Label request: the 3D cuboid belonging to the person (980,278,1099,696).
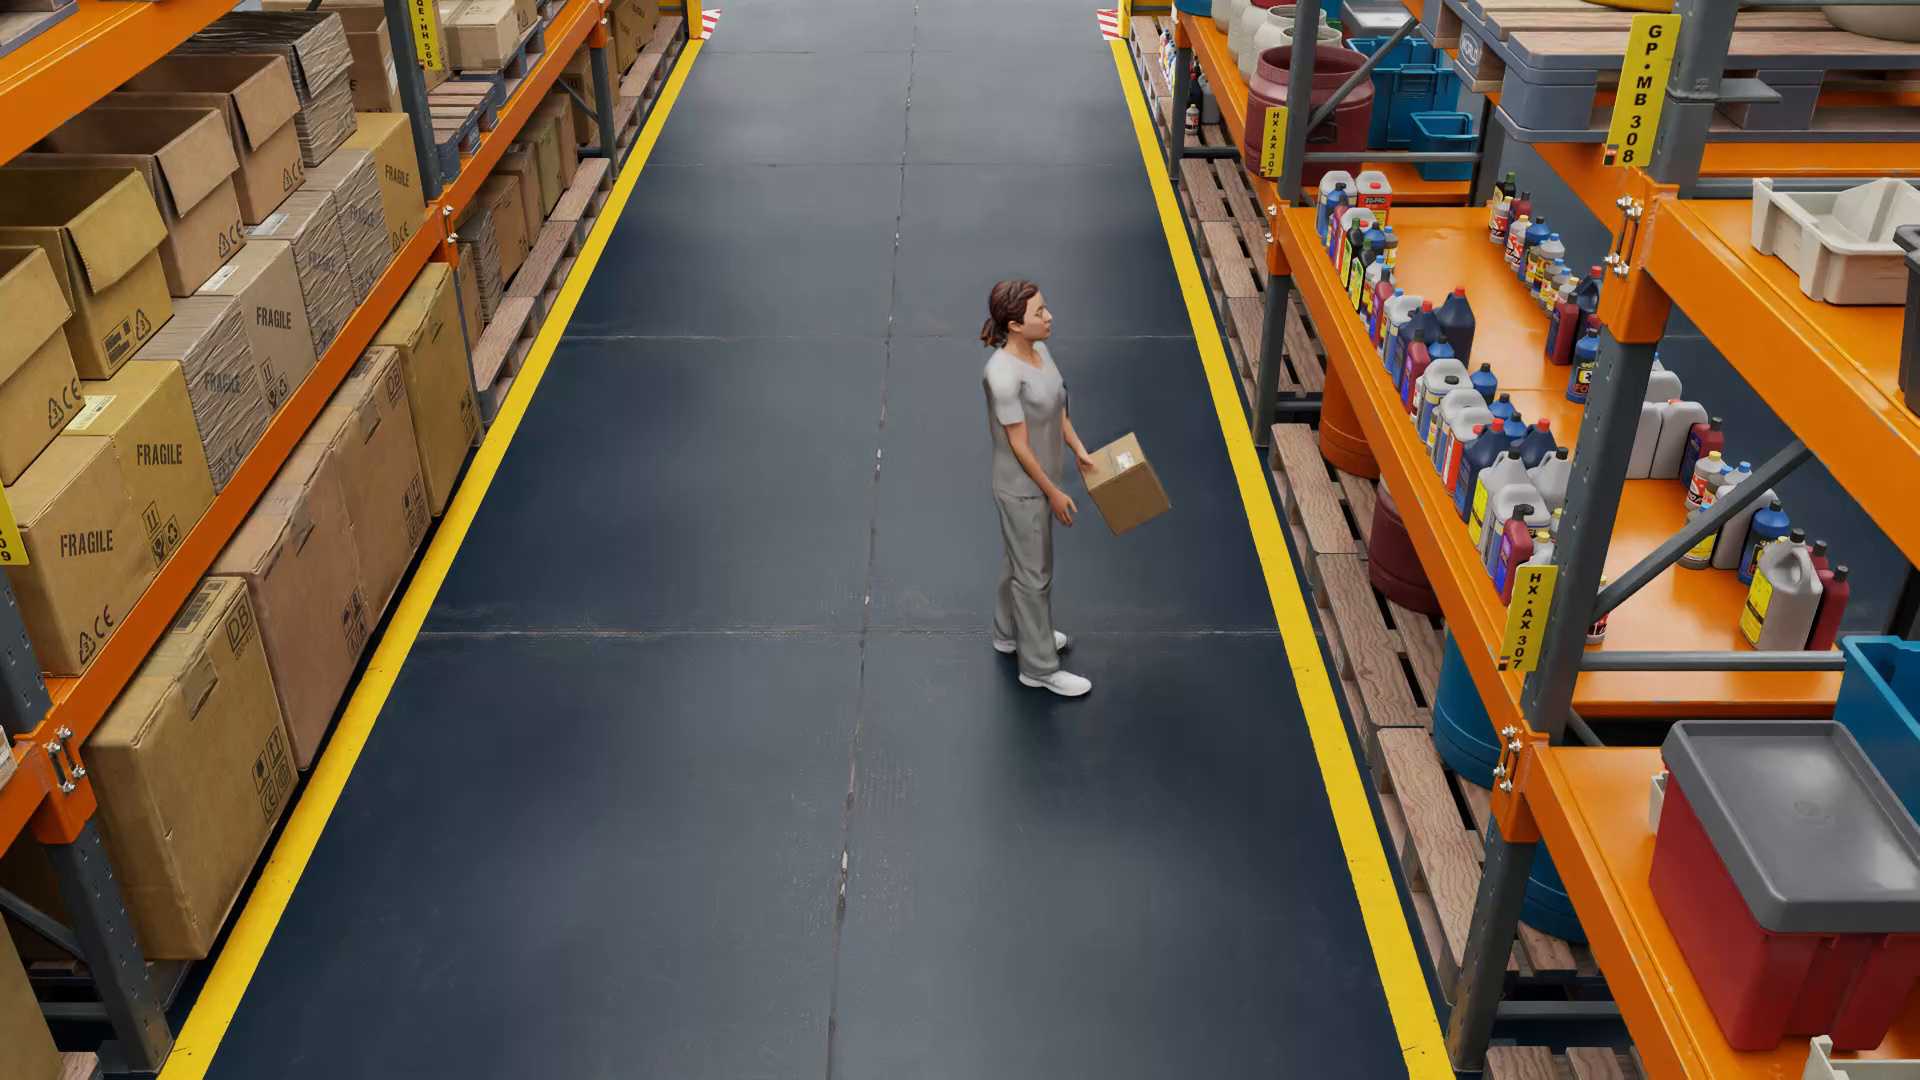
[{"bbox_3d":[0.331,-0.220,6.487,0.546,1.671,0.473,10,33,16],"label":"person"}]
